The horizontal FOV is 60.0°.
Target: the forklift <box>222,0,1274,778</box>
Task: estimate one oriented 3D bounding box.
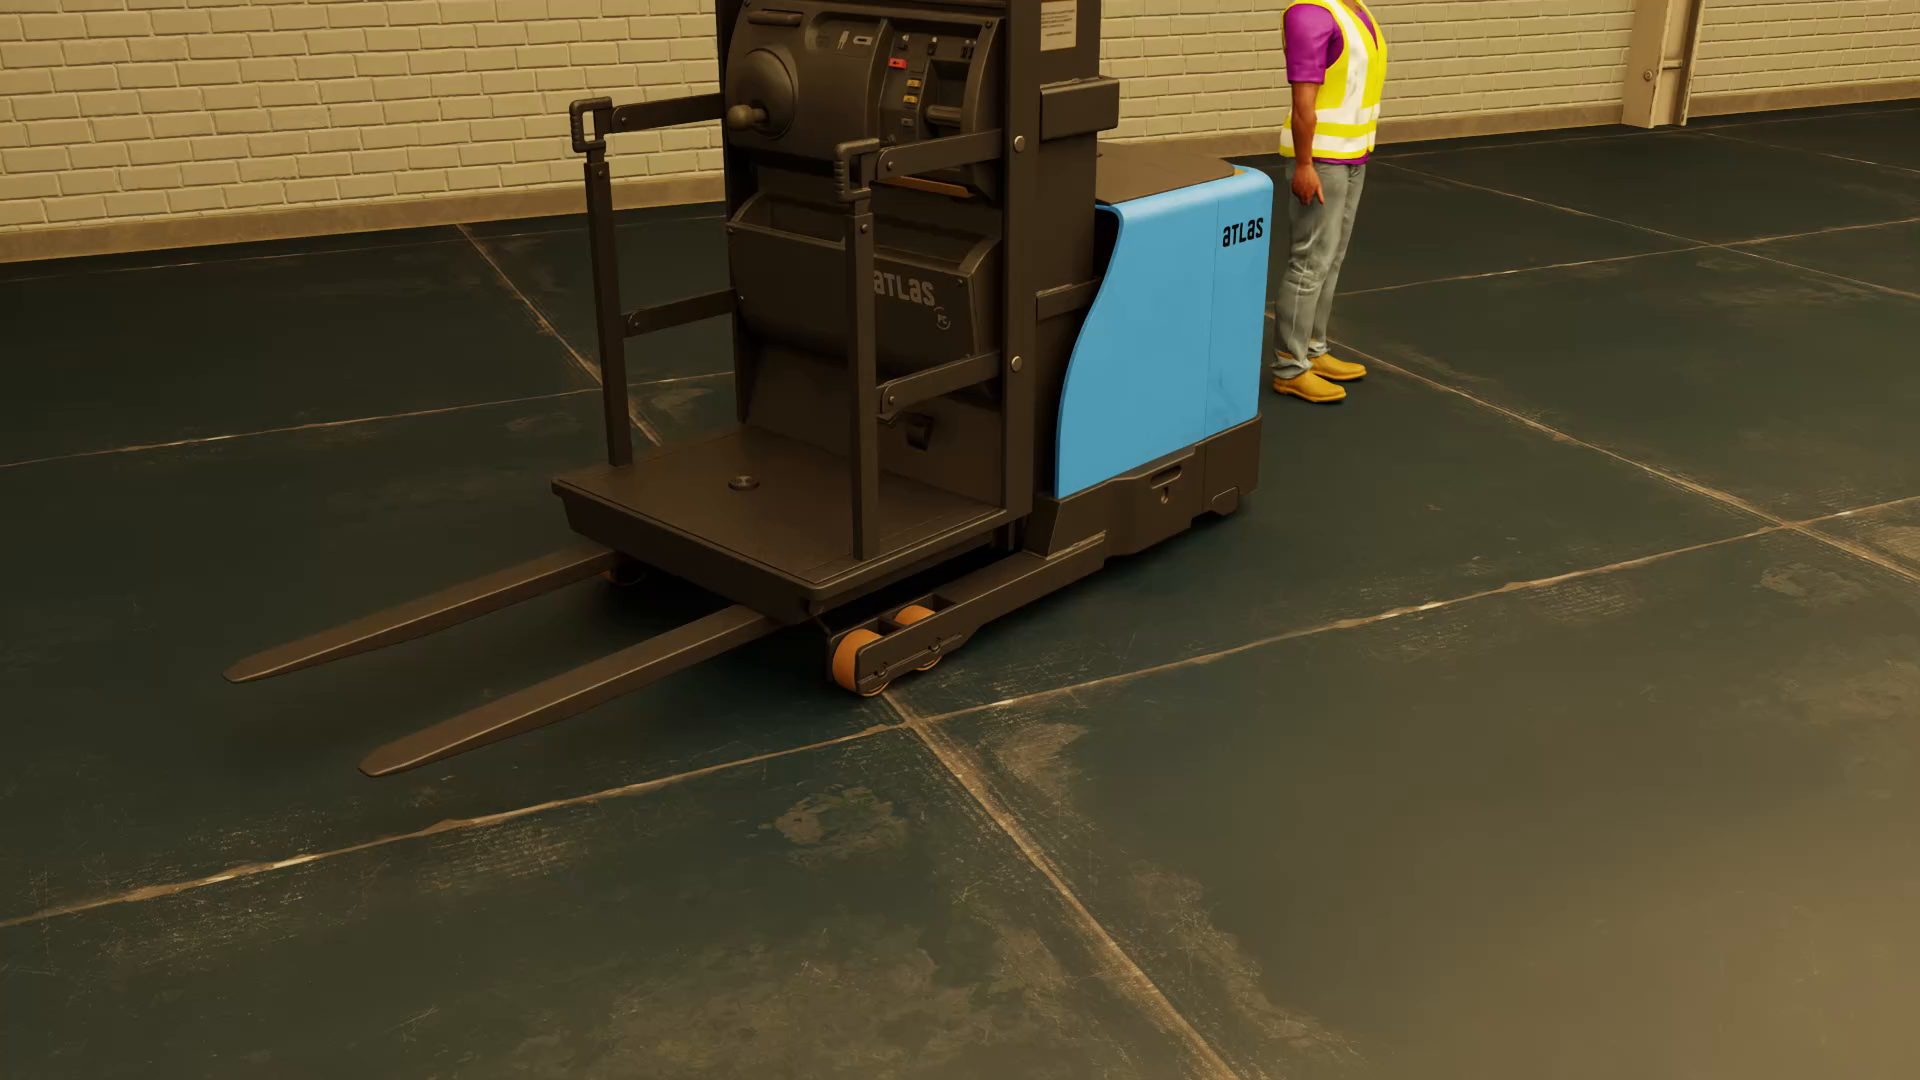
[{"bbox_3d":[-0.413,-1.182,4.131,1.130,2.935,3.031,19,29,39],"label":"forklift"}]

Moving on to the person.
[{"bbox_3d":[1.398,-1.437,6.264,0.371,1.771,0.554,11,25,25],"label":"person"}]
